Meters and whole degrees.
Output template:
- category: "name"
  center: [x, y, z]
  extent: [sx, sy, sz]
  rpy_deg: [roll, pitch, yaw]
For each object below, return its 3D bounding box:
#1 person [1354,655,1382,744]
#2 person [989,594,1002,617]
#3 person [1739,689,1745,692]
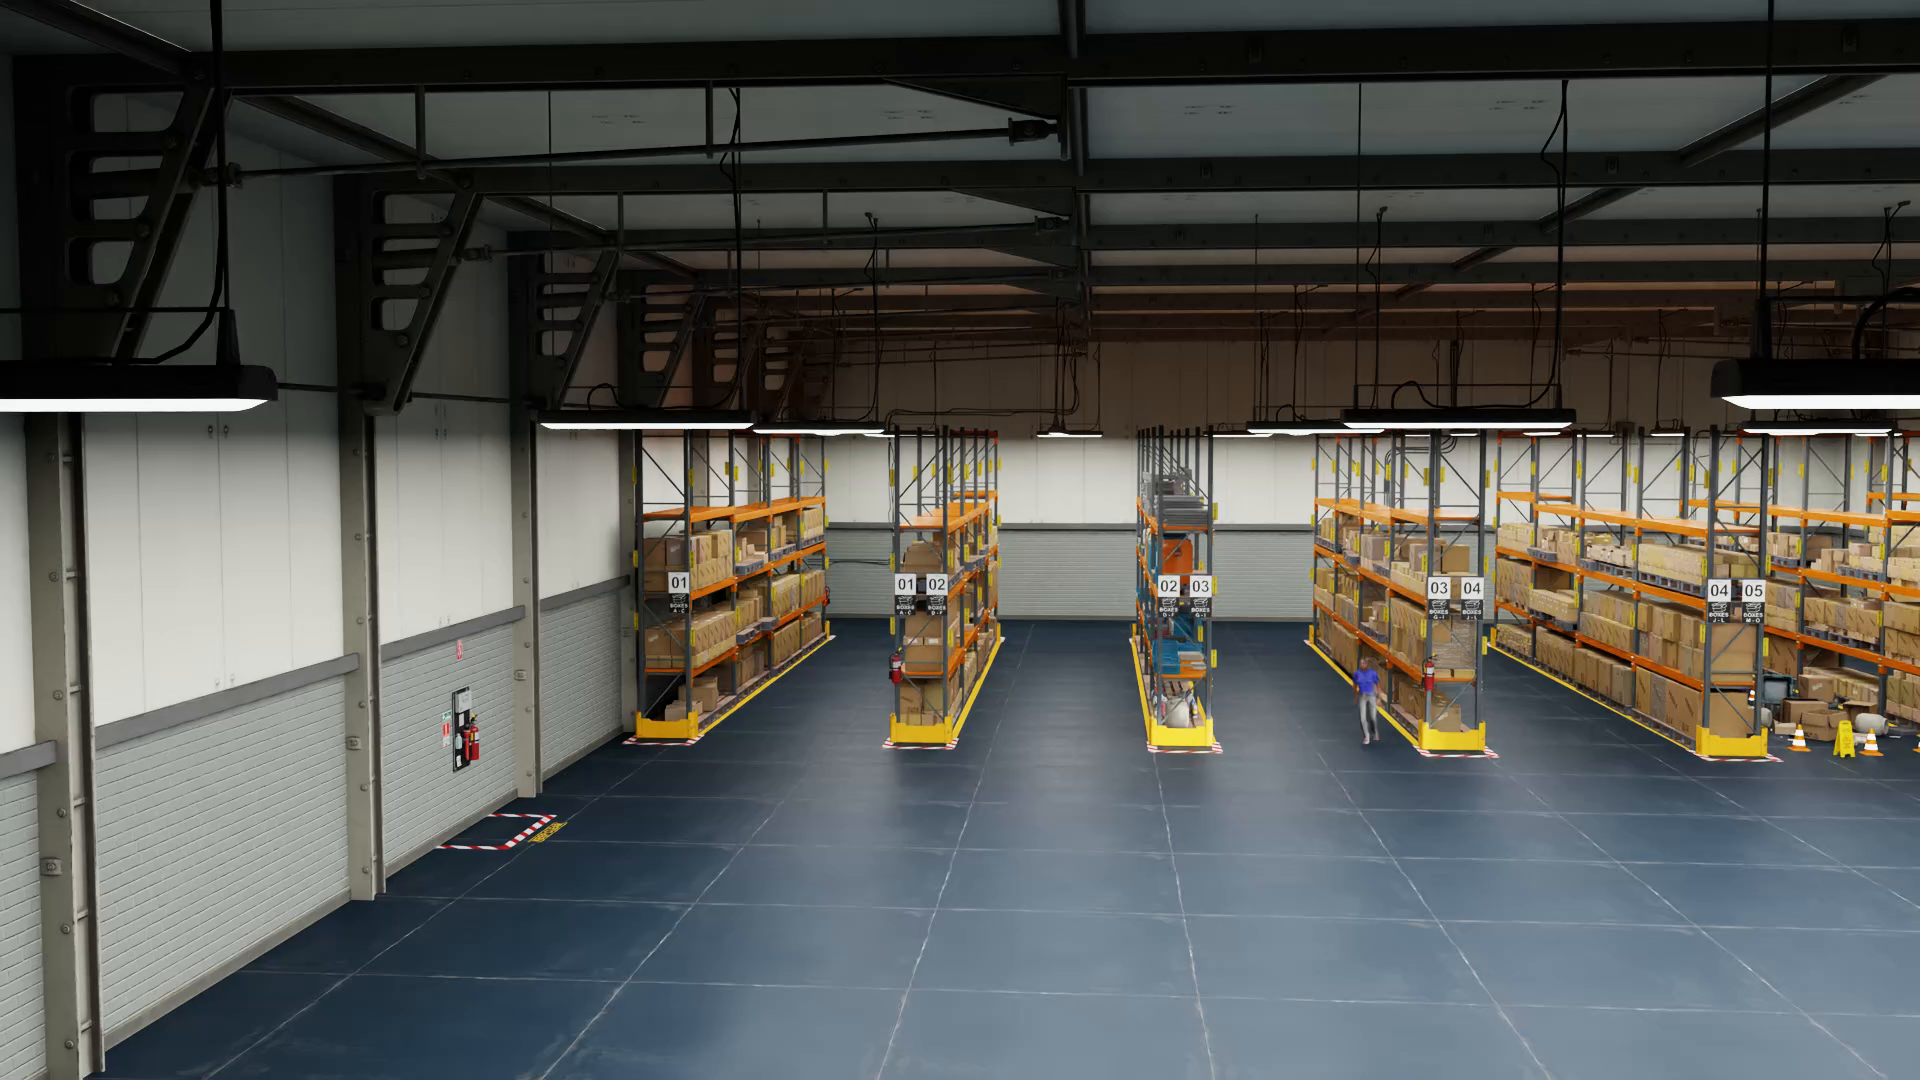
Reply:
- category: "person"
  center: [7.708, 3.045, 31.441]
  extent: [0.558, 1.730, 0.338]
  rpy_deg: [2, 4, 32]
- category: "person"
  center: [0.947, 1.909, 49.005]
  extent: [0.458, 1.854, 0.628]
  rpy_deg: [2, 4, 26]
- category: "person"
  center: [17.081, 2.711, 36.707]
  extent: [0.451, 1.560, 0.963]
  rpy_deg: [0, 3, 0]
